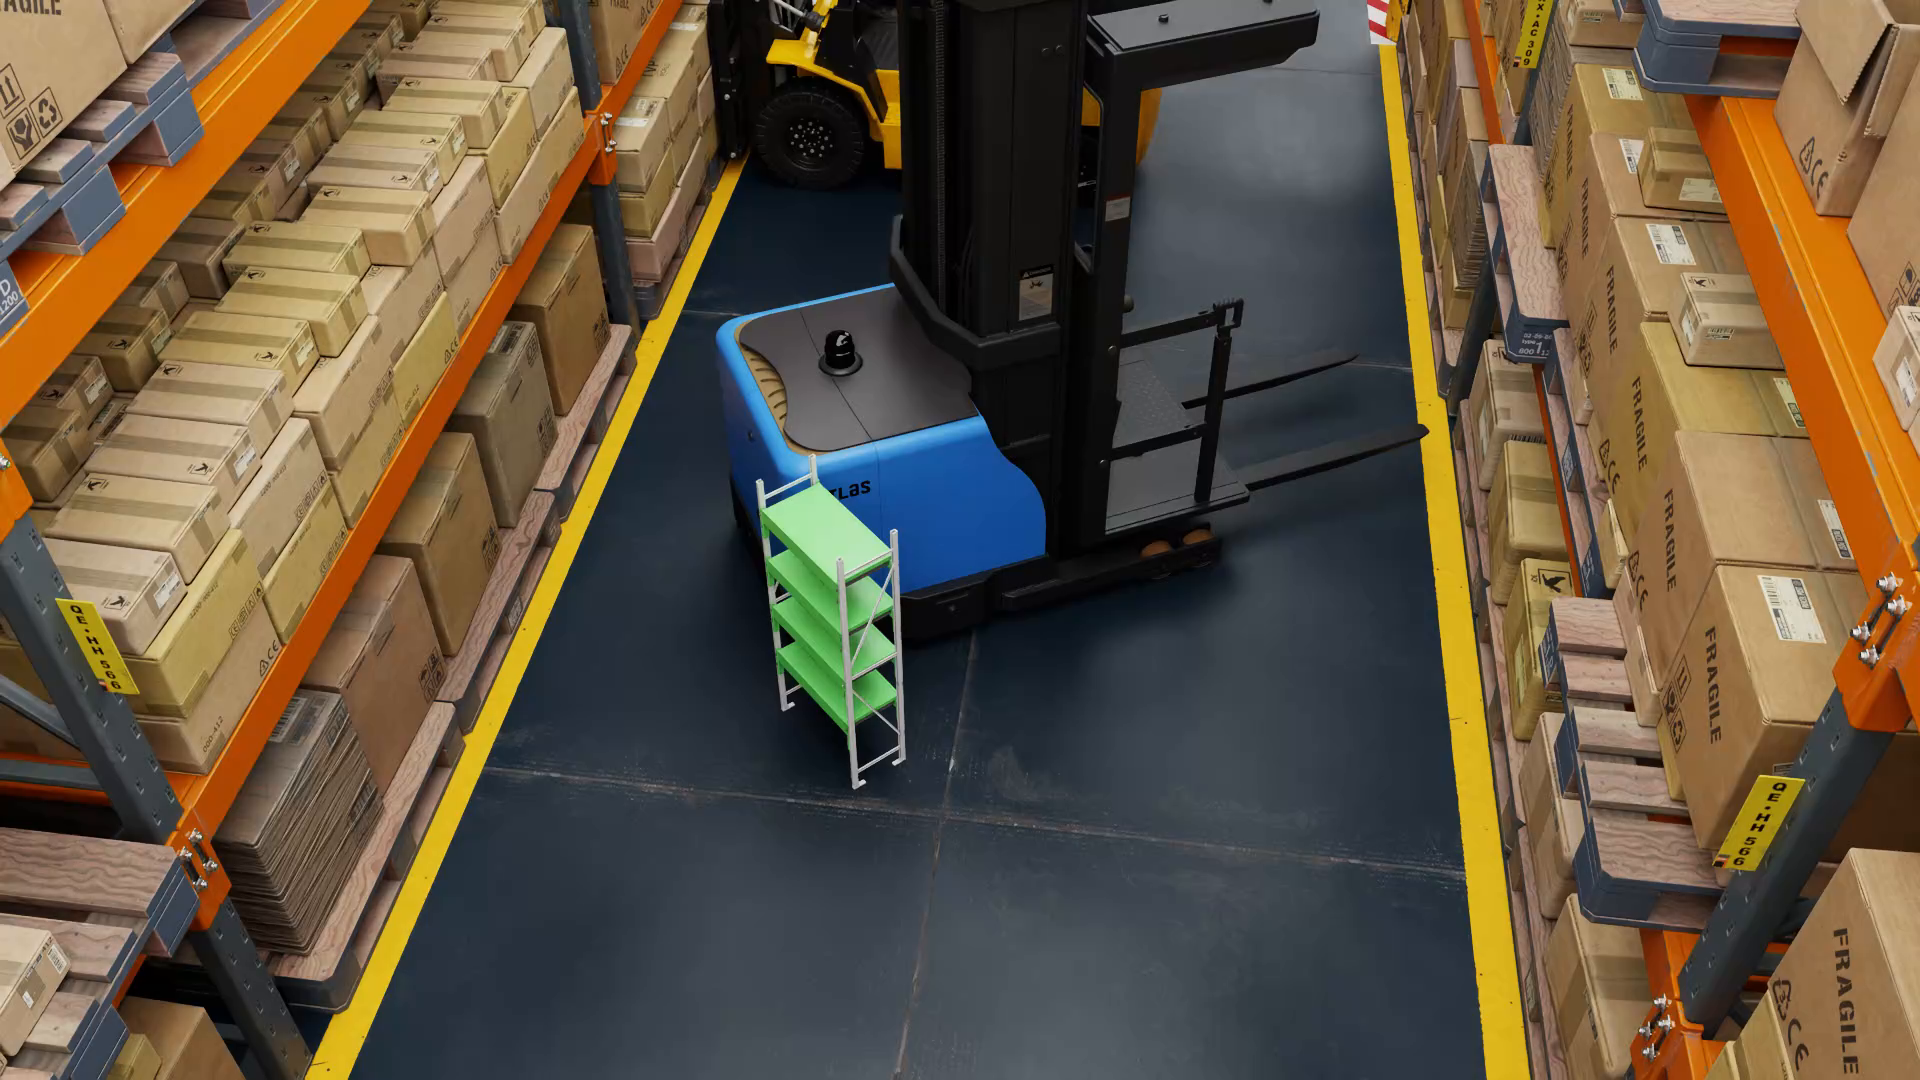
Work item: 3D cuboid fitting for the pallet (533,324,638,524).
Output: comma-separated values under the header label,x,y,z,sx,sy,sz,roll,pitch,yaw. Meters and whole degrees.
label,x,y,z,sx,sy,sz,roll,pitch,yaw
pallet,-2.160,-0.598,7.750,1.003,0.211,1.213,5,44,6

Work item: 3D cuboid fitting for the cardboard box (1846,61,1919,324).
label,x,y,z,sx,sy,sz,roll,pitch,yaw
cardboard box,2.426,-0.712,3.588,0.700,0.500,0.500,5,44,6

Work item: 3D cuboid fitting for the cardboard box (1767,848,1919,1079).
label,x,y,z,sx,sy,sz,roll,pitch,yaw
cardboard box,1.983,0.973,3.263,0.500,0.500,0.500,4,44,4

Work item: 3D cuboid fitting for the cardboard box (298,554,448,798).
label,x,y,z,sx,sy,sz,roll,pitch,yaw
cardboard box,-2.455,0.450,6.037,0.875,0.625,0.625,7,44,7

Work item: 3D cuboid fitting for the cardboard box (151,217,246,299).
label,x,y,z,sx,sy,sz,roll,pitch,yaw
cardboard box,-2.604,-0.950,5.549,0.380,0.149,0.250,6,44,7

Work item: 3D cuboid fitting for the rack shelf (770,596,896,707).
label,x,y,z,sx,sy,sz,roll,pitch,yaw
rack shelf,-0.457,0.366,6.106,0.258,0.148,0.480,-28,50,-26

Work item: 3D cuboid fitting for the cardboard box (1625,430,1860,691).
label,x,y,z,sx,sy,sz,roll,pitch,yaw
cardboard box,2.133,0.074,4.418,0.500,0.500,0.500,5,44,5

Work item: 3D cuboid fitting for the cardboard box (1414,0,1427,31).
label,x,y,z,sx,sy,sz,roll,pitch,yaw
cardboard box,2.965,-3.279,9.702,0.500,0.500,0.500,4,44,4

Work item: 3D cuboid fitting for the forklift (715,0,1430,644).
label,x,y,z,sx,sy,sz,roll,pitch,yaw
forklift,0.580,-1.221,6.430,3.031,2.935,1.130,-15,45,-15

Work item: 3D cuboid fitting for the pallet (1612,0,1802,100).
label,x,y,z,sx,sy,sz,roll,pitch,yaw
pallet,2.498,-1.570,4.704,1.213,0.211,1.003,5,44,6

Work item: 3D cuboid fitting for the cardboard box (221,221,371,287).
label,x,y,z,sx,sy,sz,roll,pitch,yaw
cardboard box,-2.197,-0.919,5.516,0.380,0.149,0.250,5,44,6

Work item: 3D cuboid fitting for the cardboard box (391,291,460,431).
label,x,y,z,sx,sy,sz,roll,pitch,yaw
cardboard box,-2.126,-0.663,5.900,0.500,0.250,0.500,7,44,7

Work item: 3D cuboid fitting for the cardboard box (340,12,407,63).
label,x,y,z,sx,sy,sz,roll,pitch,yaw
cardboard box,-2.448,-1.990,6.647,0.380,0.149,0.250,4,44,4

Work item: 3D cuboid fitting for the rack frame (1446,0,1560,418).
label,x,y,z,sx,sy,sz,roll,pitch,yaw
rack frame,2.820,-1.667,6.851,1.000,3.000,0.127,5,44,6

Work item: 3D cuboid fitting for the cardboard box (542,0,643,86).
label,x,y,z,sx,sy,sz,roll,pitch,yaw
cardboard box,-1.784,-2.431,7.585,0.500,0.500,0.500,4,44,4

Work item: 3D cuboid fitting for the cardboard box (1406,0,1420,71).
label,x,y,z,sx,sy,sz,roll,pitch,yaw
cardboard box,2.968,-3.023,9.977,0.500,0.250,0.500,5,44,5

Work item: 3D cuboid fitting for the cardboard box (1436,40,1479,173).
label,x,y,z,sx,sy,sz,roll,pitch,yaw
cardboard box,2.764,-2.216,8.580,0.500,0.500,0.500,7,44,8

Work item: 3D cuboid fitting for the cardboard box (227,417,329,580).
label,x,y,z,sx,sy,sz,roll,pitch,yaw
cardboard box,-2.262,-0.138,4.982,0.500,0.250,0.500,7,44,7

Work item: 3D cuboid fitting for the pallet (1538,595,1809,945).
label,x,y,z,sx,sy,sz,roll,pitch,yaw
pallet,2.279,0.633,4.561,1.213,0.211,1.003,5,44,6

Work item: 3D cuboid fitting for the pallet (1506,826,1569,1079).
label,x,y,z,sx,sy,sz,roll,pitch,yaw
pallet,2.396,1.539,5.493,1.003,0.211,1.213,5,44,6

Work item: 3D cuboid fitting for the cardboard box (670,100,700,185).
label,x,y,z,sx,sy,sz,roll,pitch,yaw
cardboard box,-1.667,-2.096,8.635,0.500,0.250,0.500,5,44,5

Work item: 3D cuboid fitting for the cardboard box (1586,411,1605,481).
label,x,y,z,sx,sy,sz,roll,pitch,yaw
cardboard box,2.227,-0.310,5.296,0.380,0.149,0.250,4,44,4

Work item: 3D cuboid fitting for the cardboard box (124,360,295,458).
label,x,y,z,sx,sy,sz,roll,pitch,yaw
cardboard box,-2.231,-0.391,4.959,0.380,0.149,0.250,6,44,6

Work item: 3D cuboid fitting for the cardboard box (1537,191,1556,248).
label,x,y,z,sx,sy,sz,roll,pitch,yaw
cardboard box,2.392,-1.211,6.247,0.380,0.149,0.250,6,44,6

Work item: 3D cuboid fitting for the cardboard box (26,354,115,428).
label,x,y,z,sx,sy,sz,roll,pitch,yaw
cardboard box,-2.806,-0.435,5.005,0.380,0.149,0.250,4,44,5

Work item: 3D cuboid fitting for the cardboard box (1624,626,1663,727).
label,x,y,z,sx,sy,sz,roll,pitch,yaw
cardboard box,2.053,0.388,4.558,0.380,0.149,0.250,5,44,5

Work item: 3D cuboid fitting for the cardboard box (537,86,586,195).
label,x,y,z,sx,sy,sz,roll,pitch,yaw
cardboard box,-1.908,-1.694,6.989,0.500,0.250,0.500,6,44,6

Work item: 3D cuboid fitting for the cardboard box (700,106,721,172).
label,x,y,z,sx,sy,sz,roll,pitch,yaw
cardboard box,-1.605,-2.268,9.181,0.500,0.250,0.500,6,44,6

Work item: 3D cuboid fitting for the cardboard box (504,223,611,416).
label,x,y,z,sx,sy,sz,roll,pitch,yaw
cardboard box,-2.159,-1.049,7.621,0.875,0.625,0.625,7,44,7

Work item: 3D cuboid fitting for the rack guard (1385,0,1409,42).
label,x,y,z,sx,sy,sz,roll,pitch,yaw
rack guard,3.338,-3.434,10.535,1.175,0.500,0.348,5,44,6

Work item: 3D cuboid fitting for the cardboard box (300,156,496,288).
label,x,y,z,sx,sy,sz,roll,pitch,yaw
cardboard box,-2.047,-1.186,6.088,0.500,0.250,0.500,6,44,6

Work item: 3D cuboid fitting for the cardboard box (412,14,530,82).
label,x,y,z,sx,sy,sz,roll,pitch,yaw
cardboard box,-1.942,-1.957,6.613,0.380,0.149,0.250,5,44,5

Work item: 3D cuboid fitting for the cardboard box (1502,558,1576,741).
label,x,y,z,sx,sy,sz,roll,pitch,yaw
cardboard box,2.571,0.457,6.214,0.950,0.372,0.625,7,44,7

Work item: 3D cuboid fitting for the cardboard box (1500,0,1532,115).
label,x,y,z,sx,sy,sz,roll,pitch,yaw
cardboard box,2.632,-2.137,7.058,0.500,0.500,0.500,4,44,4

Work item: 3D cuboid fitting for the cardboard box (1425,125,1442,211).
label,x,y,z,sx,sy,sz,roll,pitch,yaw
cardboard box,2.764,-1.959,8.853,0.500,0.250,0.500,6,44,6

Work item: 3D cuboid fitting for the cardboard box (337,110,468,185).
label,x,y,z,sx,sy,sz,roll,pitch,yaw
cardboard box,-2.027,-1.431,6.057,0.380,0.149,0.250,4,44,5

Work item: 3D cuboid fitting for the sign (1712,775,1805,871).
label,x,y,z,sx,sy,sz,roll,pitch,yaw
sign,1.752,0.624,3.647,0.100,0.325,0.005,5,44,6

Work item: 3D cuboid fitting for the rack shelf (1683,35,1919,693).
label,x,y,z,sx,sy,sz,roll,pitch,yaw
rack shelf,2.555,-1.132,4.628,1.077,0.370,4.000,5,44,6

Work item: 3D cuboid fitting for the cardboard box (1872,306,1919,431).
label,x,y,z,sx,sy,sz,roll,pitch,yaw
cardboard box,2.149,-0.343,3.454,0.380,0.149,0.250,5,44,6

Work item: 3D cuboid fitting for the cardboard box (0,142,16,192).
label,x,y,z,sx,sy,sz,roll,pitch,yaw
cardboard box,-2.283,-0.793,3.538,0.380,0.166,0.250,5,44,5

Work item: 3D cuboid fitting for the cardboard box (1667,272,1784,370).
label,x,y,z,sx,sy,sz,roll,pitch,yaw
cardboard box,2.227,-0.614,4.673,0.380,0.149,0.250,3,44,4

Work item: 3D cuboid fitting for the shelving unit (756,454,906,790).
label,x,y,z,sx,sy,sz,roll,pitch,yaw
shelving unit,-0.457,0.320,6.062,0.258,1.200,0.503,-28,50,-26

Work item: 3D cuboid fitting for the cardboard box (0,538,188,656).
label,x,y,z,sx,sy,sz,roll,pitch,yaw
cardboard box,-2.296,0.148,4.390,0.380,0.149,0.250,6,44,7

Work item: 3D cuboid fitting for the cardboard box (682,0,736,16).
label,x,y,z,sx,sy,sz,roll,pitch,yaw
cardboard box,-1.517,-2.979,9.204,0.500,0.250,0.500,4,44,5

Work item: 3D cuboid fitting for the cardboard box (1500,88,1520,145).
label,x,y,z,sx,sy,sz,roll,pitch,yaw
cardboard box,2.560,-1.823,7.198,0.380,0.149,0.250,5,44,5

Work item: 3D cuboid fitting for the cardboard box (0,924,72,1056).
label,x,y,z,sx,sy,sz,roll,pitch,yaw
cardboard box,-2.336,1.032,3.878,0.380,0.149,0.250,6,44,6

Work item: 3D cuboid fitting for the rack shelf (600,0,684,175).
label,x,y,z,sx,sy,sz,roll,pitch,yaw
rack shelf,-1.837,-3.218,9.012,1.077,0.370,4.000,5,44,6

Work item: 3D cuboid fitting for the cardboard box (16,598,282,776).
label,x,y,z,sx,sy,sz,roll,pitch,yaw
cardboard box,-2.329,0.385,4.794,0.500,0.250,0.500,5,44,6

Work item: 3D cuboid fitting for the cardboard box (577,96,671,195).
label,x,y,z,sx,sy,sz,roll,pitch,yaw
cardboard box,-1.726,-1.934,8.100,0.500,0.250,0.500,5,44,5

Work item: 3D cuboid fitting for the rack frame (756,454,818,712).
label,x,y,z,sx,sy,sz,roll,pitch,yaw
rack frame,-0.606,0.187,6.202,0.240,1.200,0.015,-28,50,-26

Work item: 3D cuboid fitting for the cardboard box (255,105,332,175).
label,x,y,z,sx,sy,sz,roll,pitch,yaw
cardboard box,-2.553,-1.476,6.105,0.380,0.149,0.250,5,44,5

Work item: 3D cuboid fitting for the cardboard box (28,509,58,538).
label,x,y,z,sx,sy,sz,roll,pitch,yaw
cardboard box,-2.846,0.152,4.676,0.500,0.250,0.500,6,44,6

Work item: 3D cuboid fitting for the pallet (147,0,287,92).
label,x,y,z,sx,sy,sz,roll,pitch,yaw
pallet,-2.484,-1.643,4.782,1.003,0.211,1.213,7,44,7

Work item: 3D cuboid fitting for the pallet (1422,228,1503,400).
label,x,y,z,sx,sy,sz,roll,pitch,yaw
pallet,2.873,-1.116,8.297,1.003,0.211,1.213,5,44,6

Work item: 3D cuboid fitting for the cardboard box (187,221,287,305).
label,x,y,z,sx,sy,sz,roll,pitch,yaw
cardboard box,-2.637,-0.880,5.766,0.500,0.250,0.500,4,44,5

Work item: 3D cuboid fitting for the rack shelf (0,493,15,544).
label,x,y,z,sx,sy,sz,roll,pitch,yaw
rack shelf,-2.894,1.145,2.223,1.077,0.370,4.000,5,44,6

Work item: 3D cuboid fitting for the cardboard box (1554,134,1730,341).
label,x,y,z,sx,sy,sz,roll,pitch,yaw
cardboard box,2.329,-0.993,5.545,0.500,0.500,0.500,5,44,5
